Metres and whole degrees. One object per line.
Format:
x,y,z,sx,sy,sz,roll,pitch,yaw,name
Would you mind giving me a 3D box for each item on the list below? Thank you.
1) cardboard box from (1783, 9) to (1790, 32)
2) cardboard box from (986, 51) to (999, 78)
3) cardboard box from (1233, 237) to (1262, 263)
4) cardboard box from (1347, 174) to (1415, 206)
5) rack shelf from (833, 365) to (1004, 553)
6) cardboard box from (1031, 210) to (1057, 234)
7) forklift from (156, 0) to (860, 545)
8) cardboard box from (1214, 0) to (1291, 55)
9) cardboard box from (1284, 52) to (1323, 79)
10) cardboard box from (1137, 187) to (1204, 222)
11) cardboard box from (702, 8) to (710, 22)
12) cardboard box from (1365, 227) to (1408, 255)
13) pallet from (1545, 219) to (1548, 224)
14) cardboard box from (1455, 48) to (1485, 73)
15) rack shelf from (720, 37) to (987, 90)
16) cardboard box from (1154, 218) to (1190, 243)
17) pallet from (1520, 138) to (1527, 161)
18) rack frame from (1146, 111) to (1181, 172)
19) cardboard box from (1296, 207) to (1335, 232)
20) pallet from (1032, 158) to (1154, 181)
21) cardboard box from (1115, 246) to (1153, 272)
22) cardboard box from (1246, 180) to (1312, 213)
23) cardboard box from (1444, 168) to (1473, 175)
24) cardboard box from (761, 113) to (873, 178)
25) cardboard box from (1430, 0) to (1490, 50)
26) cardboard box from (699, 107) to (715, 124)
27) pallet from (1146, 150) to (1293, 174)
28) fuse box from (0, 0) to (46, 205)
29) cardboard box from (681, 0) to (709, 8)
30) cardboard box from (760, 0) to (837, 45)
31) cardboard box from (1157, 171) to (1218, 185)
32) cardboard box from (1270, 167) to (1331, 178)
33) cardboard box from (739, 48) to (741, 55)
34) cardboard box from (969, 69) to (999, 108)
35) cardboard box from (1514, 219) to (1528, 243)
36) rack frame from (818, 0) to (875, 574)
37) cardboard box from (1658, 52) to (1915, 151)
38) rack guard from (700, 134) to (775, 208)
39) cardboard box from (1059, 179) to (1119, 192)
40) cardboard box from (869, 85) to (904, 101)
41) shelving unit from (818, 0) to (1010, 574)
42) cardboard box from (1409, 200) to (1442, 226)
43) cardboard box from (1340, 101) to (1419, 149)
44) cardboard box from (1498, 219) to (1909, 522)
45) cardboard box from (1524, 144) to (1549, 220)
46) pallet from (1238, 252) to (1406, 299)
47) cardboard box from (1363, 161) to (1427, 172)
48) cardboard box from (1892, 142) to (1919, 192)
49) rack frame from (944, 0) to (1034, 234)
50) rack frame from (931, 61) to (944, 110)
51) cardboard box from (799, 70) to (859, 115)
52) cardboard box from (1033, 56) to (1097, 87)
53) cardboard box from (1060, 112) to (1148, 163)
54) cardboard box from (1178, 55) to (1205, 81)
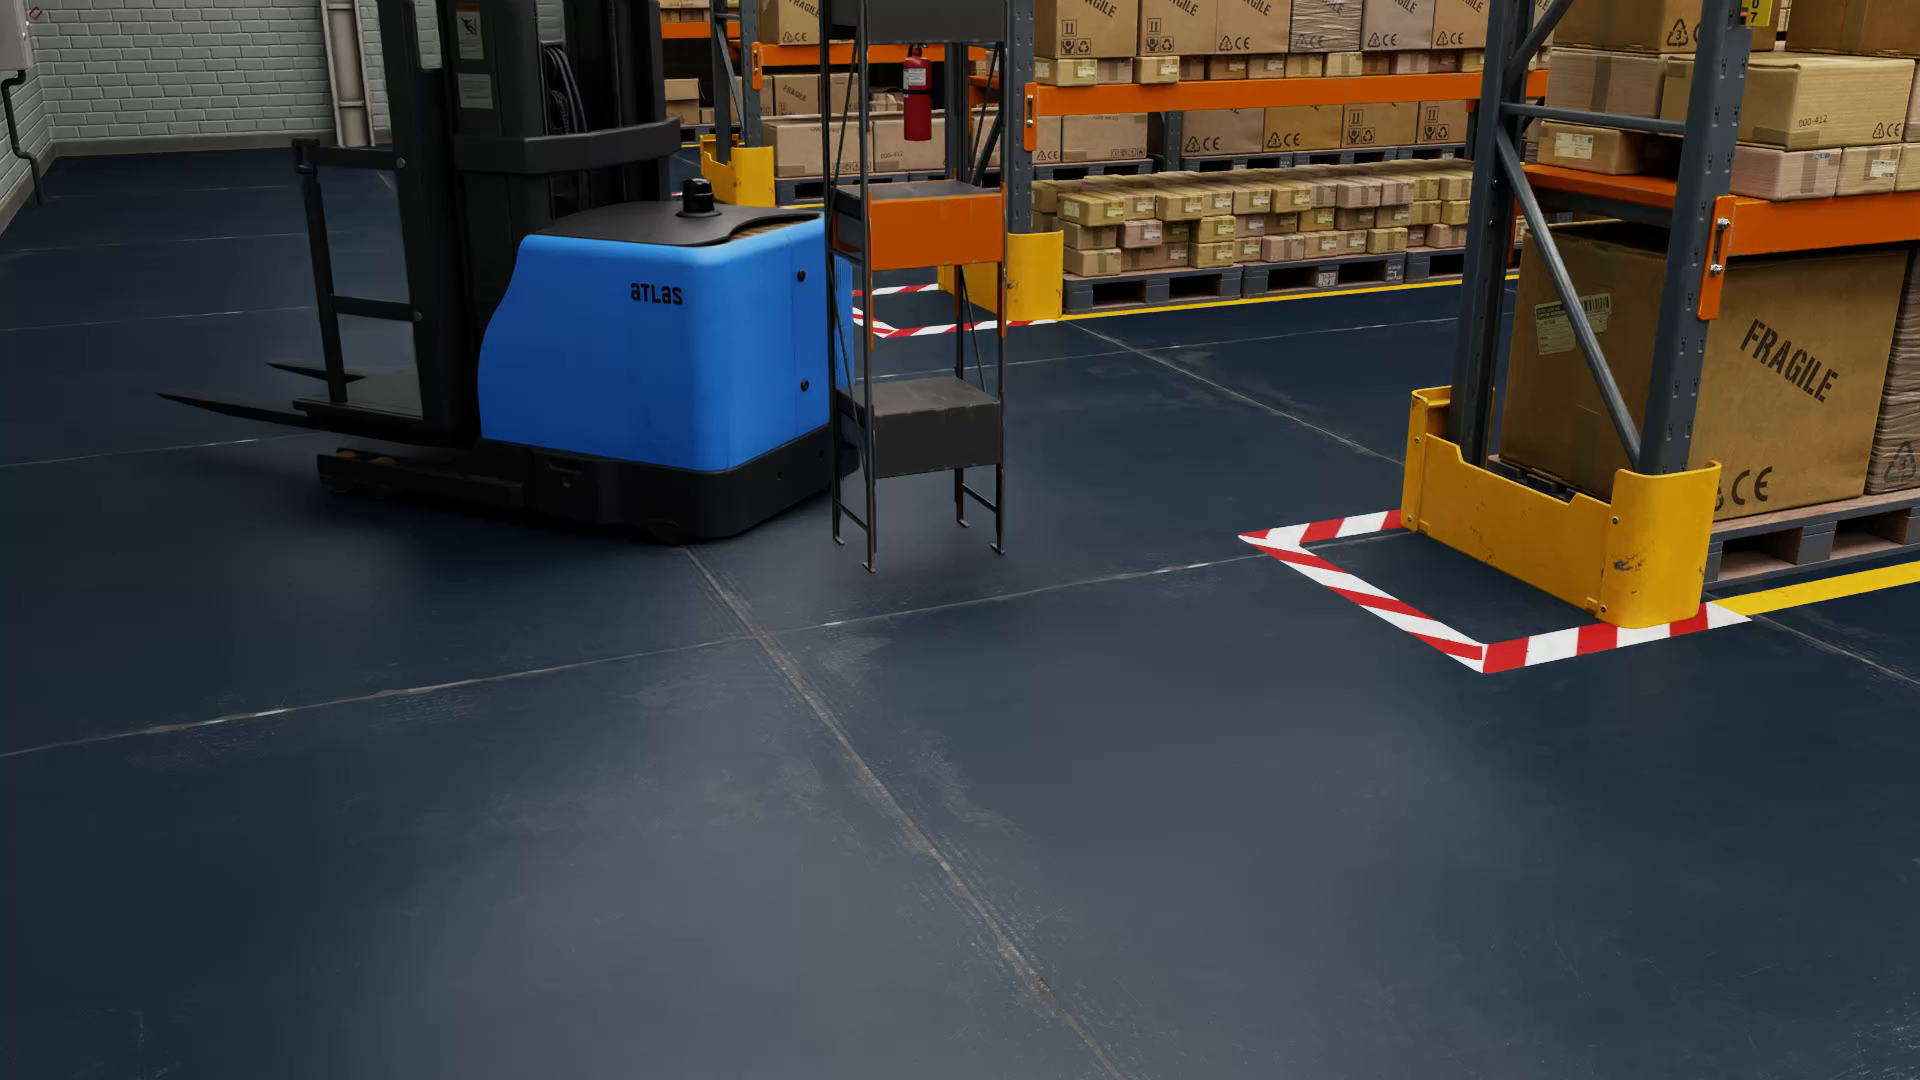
5.571,-3.548,11.329,0.250,0.149,0.380,-9,21,-23,cardboard box
0.345,-2.868,10.030,0.250,0.149,0.380,-8,21,-22,cardboard box
1.673,-1.839,10.390,0.250,0.149,0.380,-8,21,-22,cardboard box
2.681,-2.237,10.623,0.250,0.149,0.380,-9,21,-25,cardboard box
-0.152,-0.295,5.848,0.480,0.518,0.431,-8,21,-22,rack shelf
0.529,-2.008,10.420,0.250,0.149,0.380,-9,21,-23,cardboard box
-1.954,-1.685,6.395,3.031,2.935,1.130,9,21,24,forklift
1.616,-3.159,9.878,0.500,0.500,0.500,-8,21,-21,cardboard box
1.997,-2.903,10.127,0.250,0.149,0.380,-7,21,-20,cardboard box
1.261,-2.024,10.018,0.250,0.149,0.380,-8,21,-22,cardboard box
-2.756,-5.815,18.400,0.250,0.149,0.380,-7,21,-20,cardboard box
2.655,-1.946,10.691,0.250,0.149,0.380,-8,21,-22,cardboard box
4.545,-2.171,11.871,1.213,0.211,1.003,-8,21,-22,pallet
3.199,-3.072,10.610,0.250,0.149,0.380,-7,21,-20,cardboard box
-0.059,-4.278,14.738,4.000,0.370,1.077,-8,21,-22,rack shelf
1.204,-1.920,10.171,0.250,0.149,0.380,-8,21,-21,cardboard box
6.168,-4.193,17.614,1.213,0.211,1.003,-8,21,-22,pallet
1.777,-4.880,15.365,0.127,3.000,1.000,-8,21,-22,rack frame
2.173,-2.065,10.584,0.250,0.149,0.380,-7,21,-19,cardboard box
1.048,-3.489,15.612,1.213,0.211,1.003,-8,21,-22,pallet
0.973,-1.742,10.113,0.250,0.149,0.380,-8,21,-22,cardboard box
1.974,-2.136,10.337,0.250,0.149,0.380,-8,21,-21,cardboard box
3.388,-2.346,10.933,0.250,0.149,0.380,-8,21,-21,cardboard box
-1.329,-3.461,14.560,0.875,0.438,0.875,-9,21,-24,cardboard box
3.021,-3.354,10.432,0.500,0.500,0.500,-9,21,-23,cardboard box
-2.861,-4.816,18.844,0.250,0.149,0.380,-9,21,-24,cardboard box
2.456,-3.689,16.182,1.213,0.211,1.003,-8,21,-22,pallet
-7.762,-3.657,13.832,0.414,1.711,0.539,-8,21,-22,fuse box
-2.879,-5.981,18.269,0.500,0.250,0.500,-8,21,-21,cardboard box
-1.341,-4.377,13.785,0.500,0.500,0.500,-8,21,-22,cardboard box
1.472,-2.294,10.785,0.250,0.149,0.380,-7,21,-20,cardboard box
2.229,-2.358,10.968,0.250,0.149,0.380,-9,21,-24,cardboard box
3.889,-0.855,6.240,3.687,1.028,20.766,-8,21,-22,cardboard box
0.341,-5.407,19.994,0.500,0.500,0.500,-7,21,-20,cardboard box
3.605,-2.082,11.078,0.250,0.149,0.380,-8,21,-21,cardboard box
-0.376,-0.937,5.520,0.015,2.100,0.400,-8,21,-22,rack frame
2.577,-1.382,5.209,0.500,0.250,0.500,-9,21,-23,cardboard box
-1.918,-3.172,14.277,0.348,0.500,1.175,-8,21,-22,rack guard
0.797,-2.154,10.388,0.250,0.149,0.380,-8,21,-21,cardboard box
-0.893,-5.308,19.998,0.500,0.311,0.500,-7,21,-20,cardboard box
-0.152,-0.969,5.611,0.503,2.100,0.431,-8,21,-22,shelving unit
2.916,-2.156,10.841,0.250,0.149,0.380,-8,21,-21,cardboard box
3.962,-4.421,16.627,0.875,0.875,0.875,-8,21,-21,cardboard box
2.586,-0.636,5.880,0.875,0.875,0.875,-8,21,-22,cardboard box
4.410,-2.577,11.956,0.500,0.500,0.500,-9,21,-23,cardboard box
2.106,-1.808,10.838,1.213,0.211,1.003,-8,21,-22,pallet
2.943,-2.469,11.283,0.250,0.149,0.380,-8,21,-23,cardboard box
2.956,-1.227,5.370,0.250,0.149,0.380,-9,21,-23,cardboard box
0.158,-2.858,9.622,0.127,3.000,1.000,-8,21,-22,rack frame
-0.192,-6.393,19.663,0.127,3.000,1.000,-8,21,-22,rack frame
-1.513,-5.175,19.334,0.500,0.500,0.700,-9,21,-24,cardboard box
0.585,-2.682,9.500,0.250,0.149,0.380,-8,21,-22,cardboard box
1.158,-3.820,15.580,0.875,0.438,0.875,-8,21,-23,cardboard box
1.254,-2.823,9.901,0.250,0.149,0.380,-7,21,-19,cardboard box
